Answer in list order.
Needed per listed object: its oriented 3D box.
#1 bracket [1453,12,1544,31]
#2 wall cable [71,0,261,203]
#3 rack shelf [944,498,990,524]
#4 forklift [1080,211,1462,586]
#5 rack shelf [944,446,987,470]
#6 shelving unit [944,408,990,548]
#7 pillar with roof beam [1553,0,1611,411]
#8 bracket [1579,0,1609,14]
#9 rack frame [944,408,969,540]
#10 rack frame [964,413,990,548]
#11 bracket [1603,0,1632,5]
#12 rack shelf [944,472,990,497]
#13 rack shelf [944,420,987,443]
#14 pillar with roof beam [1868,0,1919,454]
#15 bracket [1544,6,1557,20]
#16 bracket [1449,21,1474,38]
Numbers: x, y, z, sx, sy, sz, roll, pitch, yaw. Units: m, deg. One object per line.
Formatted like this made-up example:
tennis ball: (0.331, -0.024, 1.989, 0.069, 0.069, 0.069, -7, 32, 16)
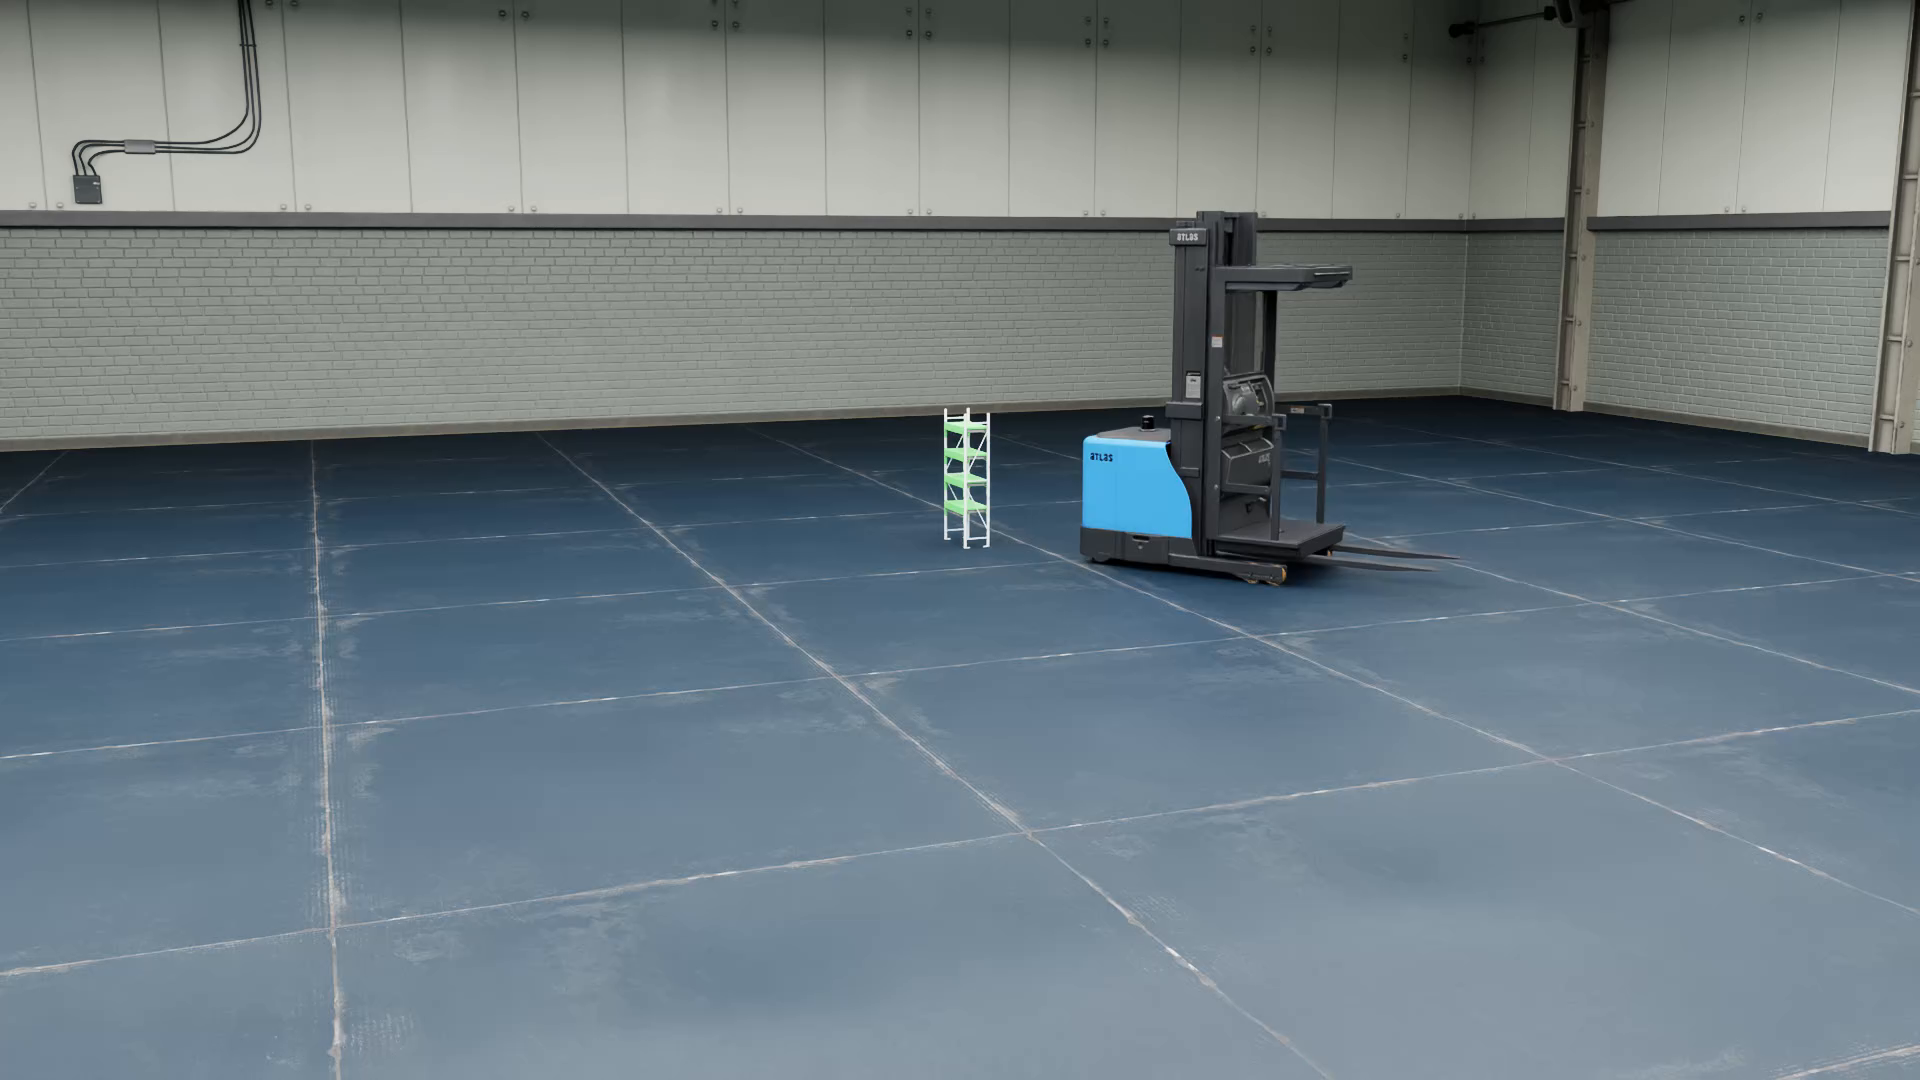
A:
bracket: (8.830, -8.665, 27.991, 0.076, 0.066, 3.189, -4, 11, -21)
wall cable: (-10.384, -7.397, 21.431, 2.305, 6.003, 0.169, -4, 11, -21)
rack shelf: (0.060, -0.265, 15.046, 0.258, 0.148, 0.480, -4, 11, -21)
forklift: (2.541, -1.184, 13.540, 3.031, 2.935, 1.130, 6, 12, 32)
rack shelf: (0.060, -0.737, 14.962, 0.258, 0.148, 0.480, -4, 11, -21)
shelving unit: (0.060, -0.564, 14.993, 0.258, 1.200, 0.503, -4, 11, -21)
pillar with roof beam: (5.943, -6.284, 24.884, 9.100, 9.000, 0.548, -4, 11, -21)
bracket: (9.775, -8.239, 25.597, 0.235, 0.232, 0.430, -4, 11, -21)
rack frame: (-0.028, -0.604, 15.217, 0.240, 1.200, 0.015, -4, 11, -21)
rack frame: (0.148, -0.524, 14.769, 0.240, 1.200, 0.015, -4, 11, -21)
bracket: (10.709, -7.819, 23.232, 0.076, 0.066, 4.783, -4, 11, -21)
rack shelf: (0.060, -0.501, 15.004, 0.258, 0.148, 0.480, -4, 11, -21)
rack shelf: (0.060, -0.973, 14.920, 0.258, 0.148, 0.480, -4, 11, -21)
pillar with roof beam: (8.118, -5.305, 19.378, 9.100, 9.000, 0.400, -4, 11, -21)
bracket: (9.475, -8.375, 26.358, 0.235, 0.232, 0.430, -4, 11, -21)
bracket: (8.616, -8.762, 28.533, 0.235, 0.232, 0.430, -4, 11, -21)
